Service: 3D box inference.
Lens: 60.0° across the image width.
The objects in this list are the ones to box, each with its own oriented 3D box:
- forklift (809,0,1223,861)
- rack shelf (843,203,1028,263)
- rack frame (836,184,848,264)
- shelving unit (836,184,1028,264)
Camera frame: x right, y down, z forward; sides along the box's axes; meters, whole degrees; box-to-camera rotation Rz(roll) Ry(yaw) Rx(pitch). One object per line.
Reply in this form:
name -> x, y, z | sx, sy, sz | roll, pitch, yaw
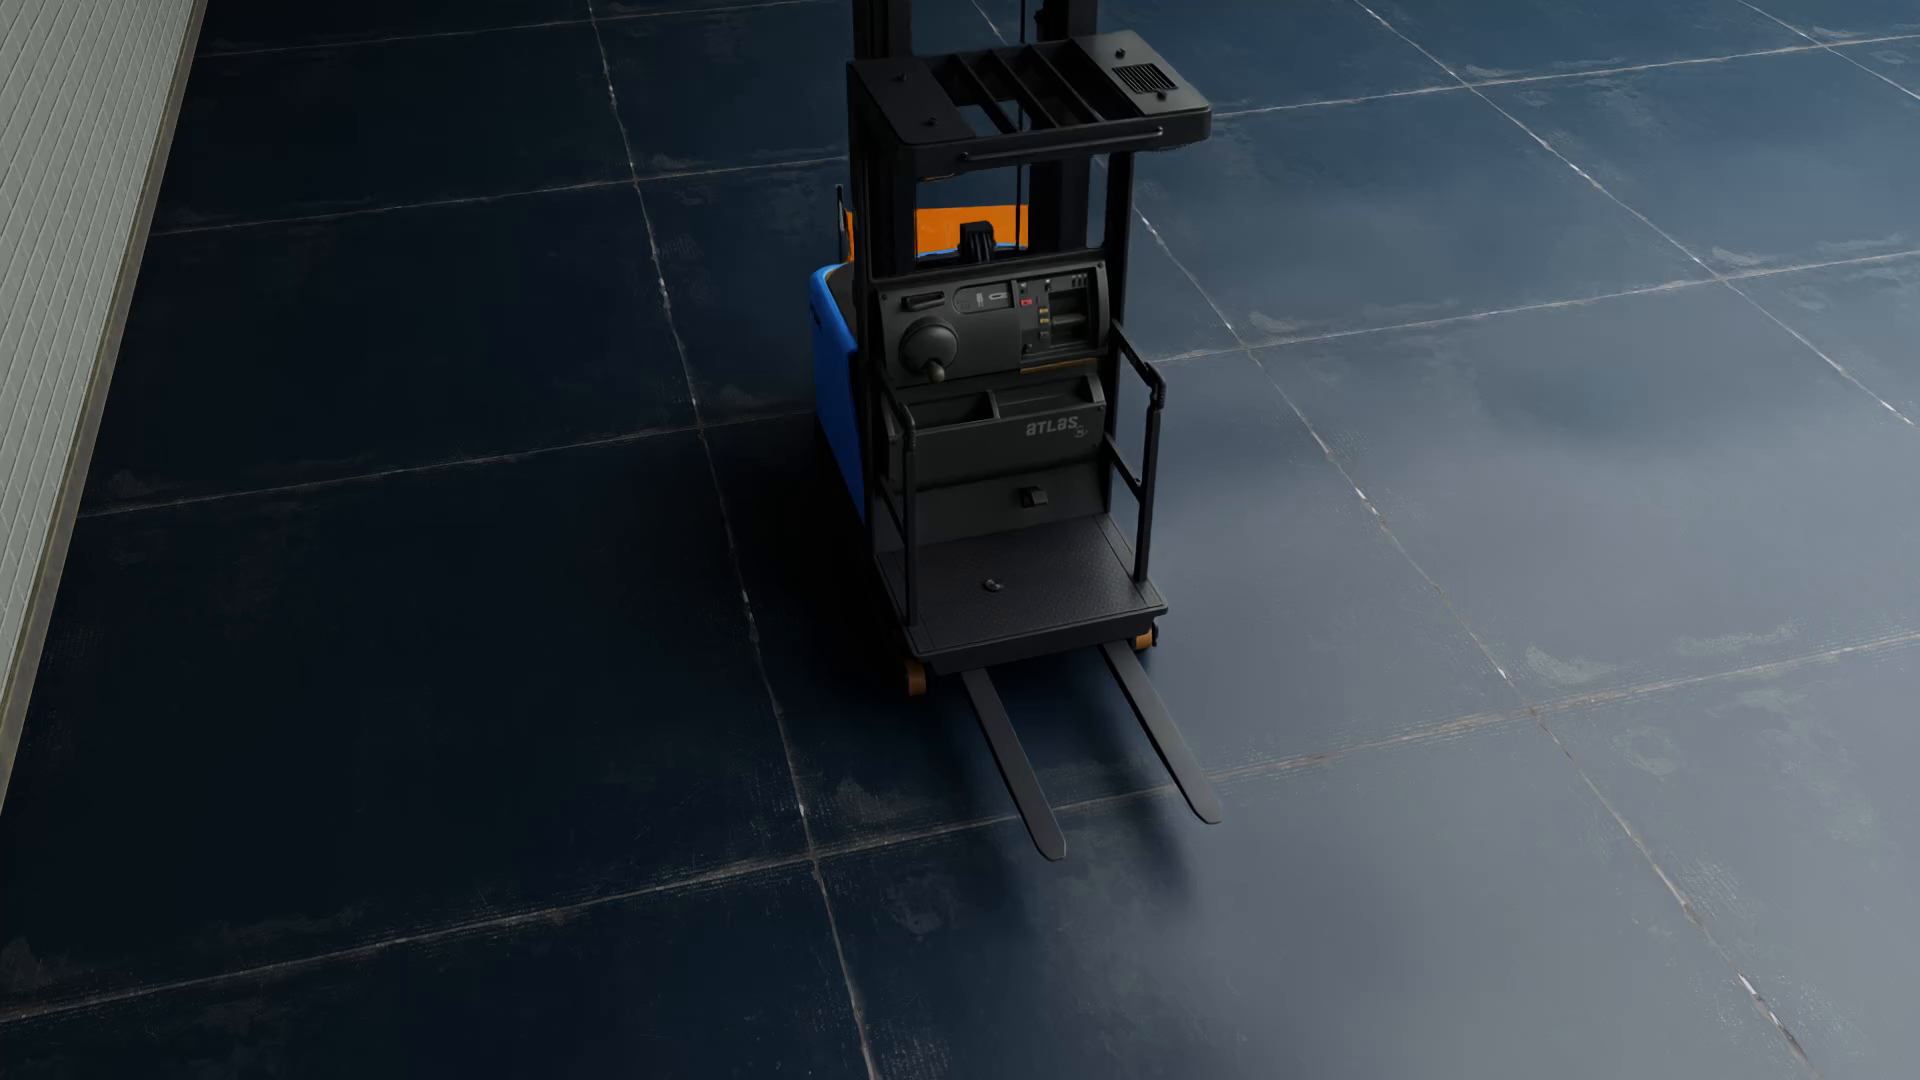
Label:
forklift -> 0.203, -0.788, 6.368 | 1.130, 2.935, 3.031 | -10, 39, -13
rack shelf -> -0.065, -1.418, 8.196 | 1.000, 0.278, 0.538 | -4, 38, -5
rack frame -> -0.571, -1.153, 8.332 | 0.032, 1.125, 0.500 | -4, 38, -5
shelving unit -> -0.065, -1.186, 8.374 | 1.048, 1.125, 0.538 | -4, 38, -5
